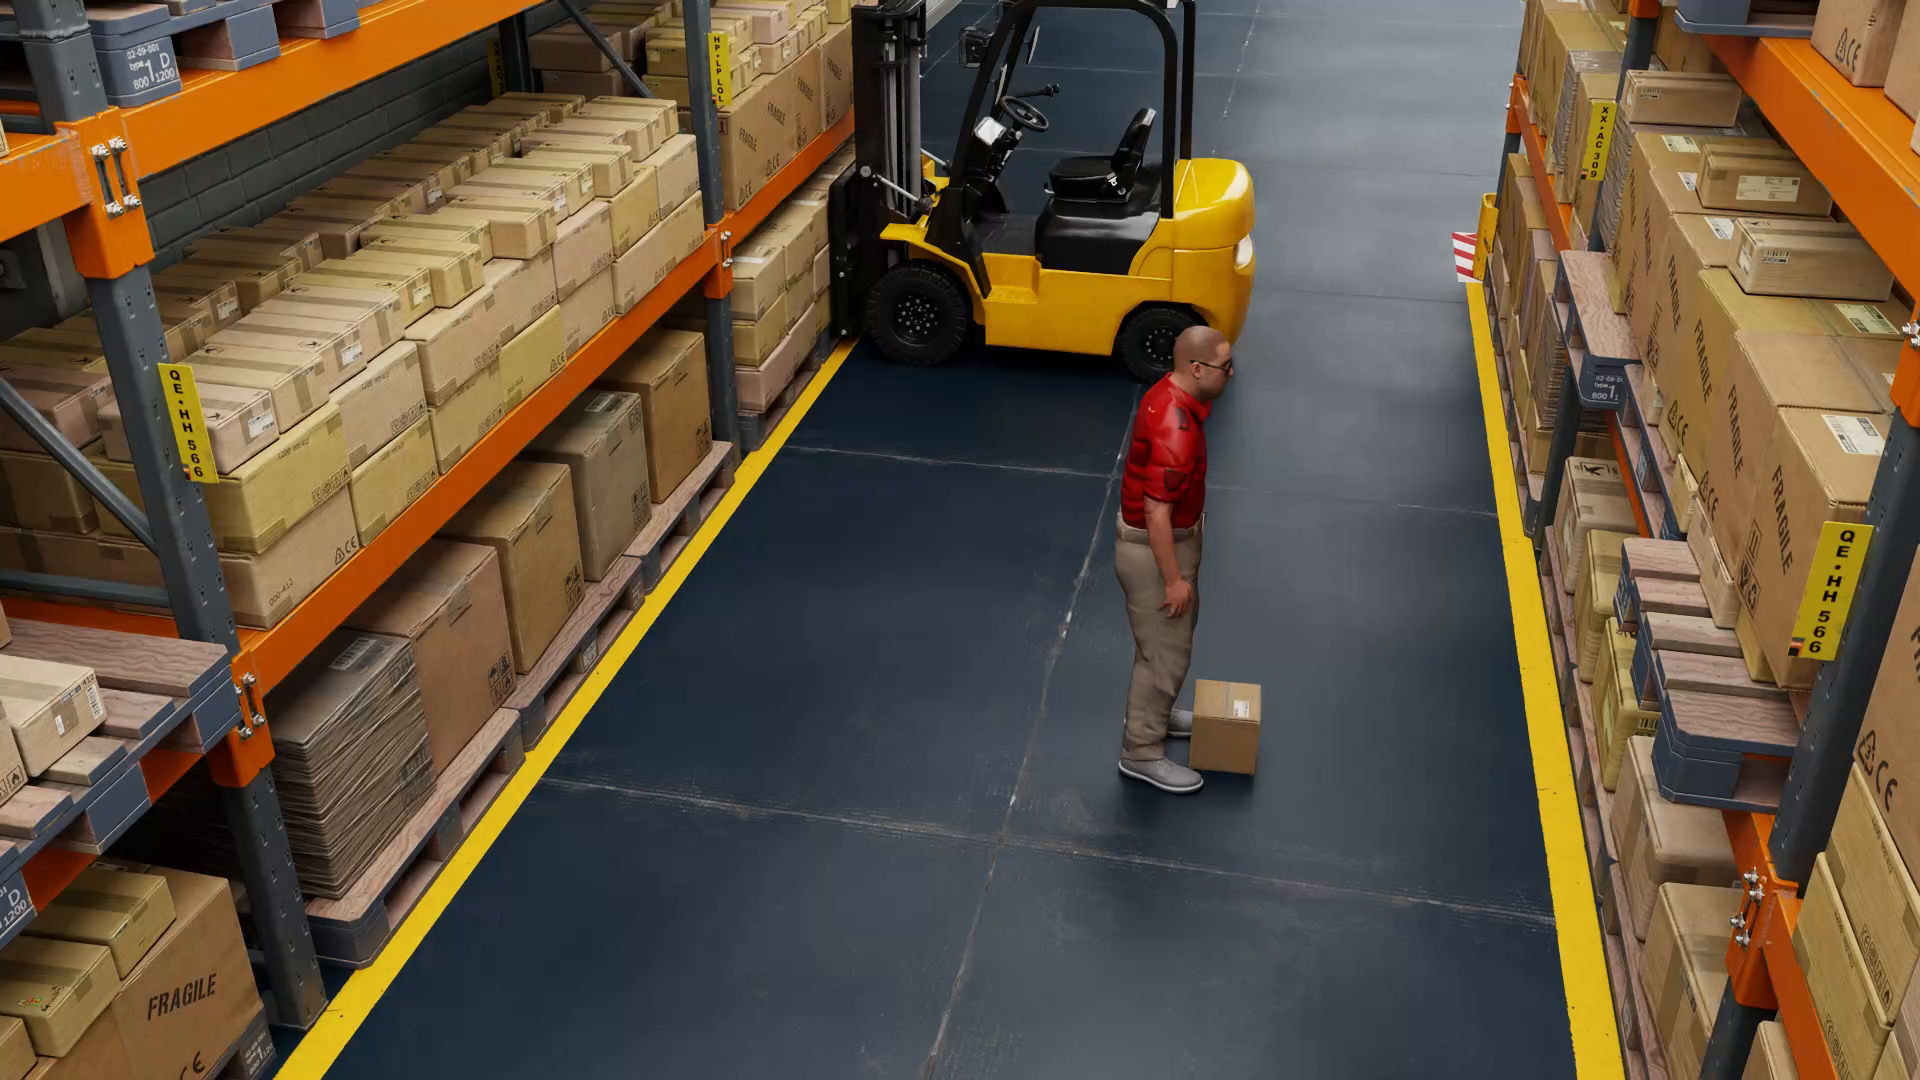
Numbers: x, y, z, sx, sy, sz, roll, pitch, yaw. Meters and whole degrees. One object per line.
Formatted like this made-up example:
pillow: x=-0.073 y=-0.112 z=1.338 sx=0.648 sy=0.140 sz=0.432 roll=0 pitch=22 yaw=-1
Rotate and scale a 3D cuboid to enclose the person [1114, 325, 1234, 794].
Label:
person: x=0.763 y=0.043 z=6.059 sx=0.393 sy=1.726 sz=0.605 roll=4 pitch=29 yaw=7
